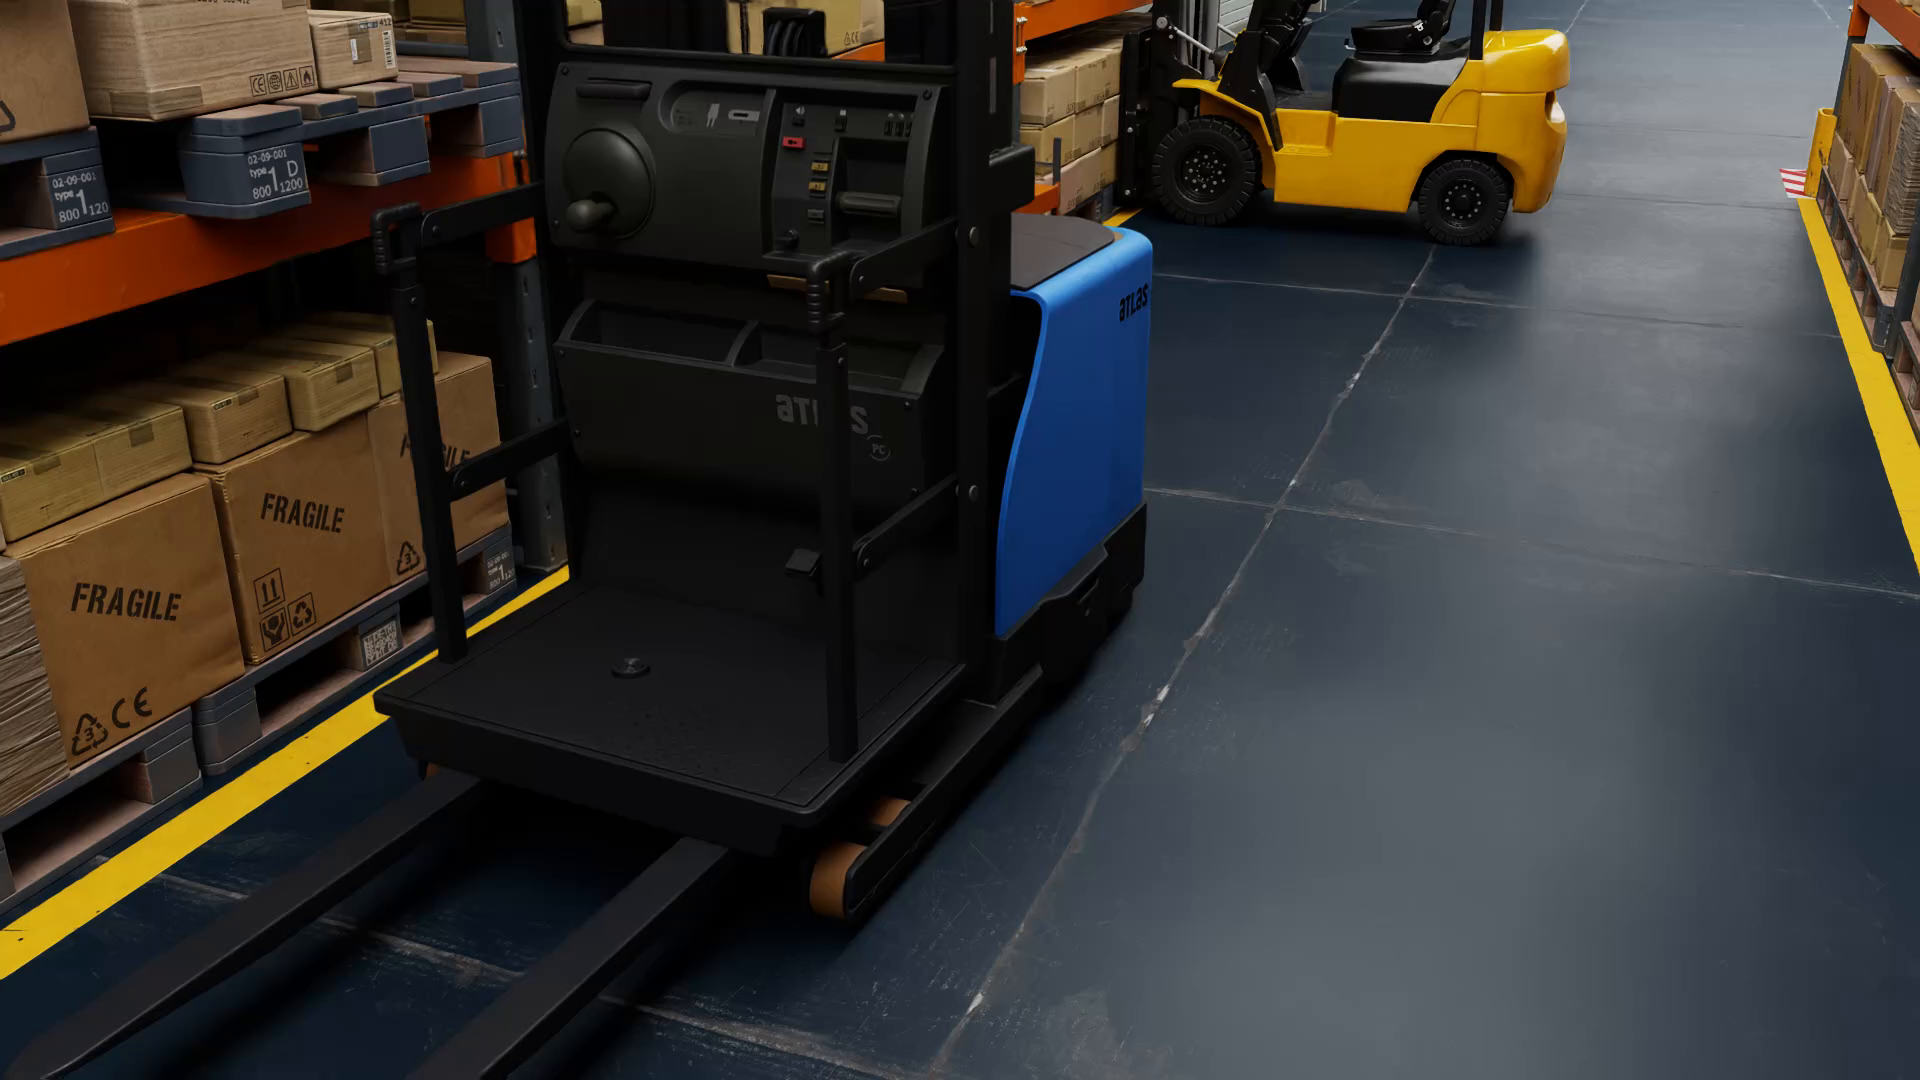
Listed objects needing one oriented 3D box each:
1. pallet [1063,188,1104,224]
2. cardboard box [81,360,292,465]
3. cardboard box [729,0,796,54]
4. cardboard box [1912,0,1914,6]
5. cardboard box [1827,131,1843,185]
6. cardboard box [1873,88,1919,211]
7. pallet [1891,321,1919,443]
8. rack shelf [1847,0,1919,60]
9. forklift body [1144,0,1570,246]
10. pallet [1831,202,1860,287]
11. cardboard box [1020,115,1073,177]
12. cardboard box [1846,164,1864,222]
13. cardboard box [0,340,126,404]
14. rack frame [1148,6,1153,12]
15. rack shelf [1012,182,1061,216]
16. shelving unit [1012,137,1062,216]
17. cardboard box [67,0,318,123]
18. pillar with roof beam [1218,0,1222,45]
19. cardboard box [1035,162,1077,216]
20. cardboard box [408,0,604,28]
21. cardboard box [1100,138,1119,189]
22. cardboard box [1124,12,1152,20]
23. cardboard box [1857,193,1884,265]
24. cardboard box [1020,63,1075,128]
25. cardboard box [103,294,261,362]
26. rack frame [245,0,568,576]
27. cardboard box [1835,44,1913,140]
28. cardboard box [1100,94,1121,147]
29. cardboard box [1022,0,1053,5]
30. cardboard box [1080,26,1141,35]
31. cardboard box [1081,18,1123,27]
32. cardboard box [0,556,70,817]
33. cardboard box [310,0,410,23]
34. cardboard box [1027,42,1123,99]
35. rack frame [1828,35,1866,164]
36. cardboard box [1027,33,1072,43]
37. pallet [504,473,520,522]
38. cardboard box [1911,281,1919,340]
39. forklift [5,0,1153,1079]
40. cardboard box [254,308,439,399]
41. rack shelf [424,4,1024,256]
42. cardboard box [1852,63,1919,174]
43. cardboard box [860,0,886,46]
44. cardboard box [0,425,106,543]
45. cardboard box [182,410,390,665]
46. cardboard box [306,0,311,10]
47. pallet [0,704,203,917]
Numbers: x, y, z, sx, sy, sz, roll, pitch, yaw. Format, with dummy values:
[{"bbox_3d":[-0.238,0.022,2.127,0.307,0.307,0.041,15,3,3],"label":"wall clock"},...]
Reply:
[{"bbox_3d":[0.147,-1.794,9.271,1.003,0.211,1.213,9,24,20],"label":"pallet"},{"bbox_3d":[-1.833,-0.307,3.951,0.380,0.149,0.250,8,24,18],"label":"cardboard box"},{"bbox_3d":[-0.905,-1.790,5.838,0.500,0.250,0.500,8,24,18],"label":"cardboard box"},{"bbox_3d":[4.756,-2.587,7.877,0.380,0.149,0.250,8,24,19],"label":"cardboard box"},{"bbox_3d":[5.352,-2.200,9.648,0.500,0.250,0.500,9,24,20],"label":"cardboard box"},{"bbox_3d":[4.580,-1.796,7.708,0.500,0.500,0.500,9,24,21],"label":"cardboard box"},{"bbox_3d":[4.135,-0.527,6.238,1.003,0.211,1.213,9,24,20],"label":"pallet"},{"bbox_3d":[5.166,-2.477,8.221,1.077,0.370,4.000,9,24,20],"label":"rack shelf"},{"bbox_3d":[2.288,-2.902,9.407,2.313,2.155,1.214,9,24,20],"label":"forklift body"},{"bbox_3d":[5.091,-1.490,8.542,1.003,0.211,1.213,9,24,20],"label":"pallet"},{"bbox_3d":[0.279,-2.087,8.728,0.500,0.250,0.500,9,24,20],"label":"cardboard box"},{"bbox_3d":[4.964,-1.821,8.741,0.500,0.250,0.500,11,25,24],"label":"cardboard box"},{"bbox_3d":[-2.298,-0.377,4.117,0.380,0.149,0.250,9,24,21],"label":"cardboard box"},{"bbox_3d":[1.298,-4.233,11.493,1.000,3.000,0.127,9,24,20],"label":"rack frame"},{"bbox_3d":[0.094,-0.970,4.996,0.258,0.148,0.480,10,25,24],"label":"rack shelf"},{"bbox_3d":[0.094,-0.607,5.147,0.258,1.200,0.503,10,25,24],"label":"shelving unit"},{"bbox_3d":[-1.764,-1.071,3.573,0.500,0.250,0.500,8,24,18],"label":"cardboard box"},{"bbox_3d":[6.429,-8.412,13.714,9.100,9.000,0.400,9,24,20],"label":"pillar with roof beam"},{"bbox_3d":[0.300,-1.853,8.816,0.500,0.250,0.500,9,24,21],"label":"cardboard box"},{"bbox_3d":[-1.258,-1.652,4.860,0.500,0.250,0.500,9,24,20],"label":"cardboard box"},{"bbox_3d":[0.650,-2.223,9.702,0.500,0.250,0.500,9,24,21],"label":"cardboard box"},{"bbox_3d":[1.417,-3.410,11.248,0.500,0.250,0.500,10,25,22],"label":"cardboard box"},{"bbox_3d":[4.581,-1.460,7.876,0.500,0.250,0.500,8,24,19],"label":"cardboard box"},{"bbox_3d":[0.284,-2.317,8.630,0.500,0.250,0.500,8,24,19],"label":"cardboard box"},{"bbox_3d":[-2.156,-0.568,4.575,0.380,0.149,0.250,10,25,23],"label":"cardboard box"},{"bbox_3d":[-1.673,-1.371,4.640,1.000,3.000,0.127,9,24,20],"label":"rack frame"},{"bbox_3d":[5.344,-2.538,9.483,0.500,0.500,0.500,8,24,18],"label":"cardboard box"},{"bbox_3d":[0.662,-2.445,9.587,0.500,0.250,0.500,9,24,20],"label":"cardboard box"},{"bbox_3d":[0.220,-2.970,8.338,0.500,0.500,0.500,8,24,19],"label":"cardboard box"},{"bbox_3d":[1.055,-3.045,10.373,0.500,0.250,0.500,9,24,21],"label":"cardboard box"},{"bbox_3d":[0.762,-3.296,10.974,0.500,0.250,0.500,9,24,20],"label":"cardboard box"},{"bbox_3d":[-2.194,0.325,3.279,0.500,0.500,0.500,8,24,18],"label":"cardboard box"},{"bbox_3d":[-1.764,-1.733,5.052,0.500,0.250,0.500,9,24,21],"label":"cardboard box"},{"bbox_3d":[0.657,-2.678,9.495,0.500,0.250,0.500,10,25,22],"label":"cardboard box"},{"bbox_3d":[5.908,-3.524,9.795,1.000,3.000,0.127,9,24,20],"label":"rack frame"},{"bbox_3d":[0.370,-2.936,10.112,0.500,0.250,0.500,8,24,19],"label":"cardboard box"},{"bbox_3d":[-1.331,-0.373,5.869,1.003,0.211,1.213,9,24,20],"label":"pallet"},{"bbox_3d":[4.230,-0.886,6.344,0.950,0.372,0.625,9,24,21],"label":"cardboard box"},{"bbox_3d":[-0.561,-0.766,3.282,1.130,2.935,3.031,10,25,24],"label":"forklift"},{"bbox_3d":[-1.621,-0.497,4.406,0.380,0.149,0.250,8,24,17],"label":"cardboard box"},{"bbox_3d":[-0.930,-1.754,6.492,1.077,0.370,4.000,9,24,20],"label":"rack shelf"},{"bbox_3d":[4.960,-2.171,8.607,0.500,0.500,0.500,9,24,21],"label":"cardboard box"},{"bbox_3d":[-0.526,-2.161,6.727,0.500,0.250,0.500,9,24,20],"label":"cardboard box"},{"bbox_3d":[-2.065,-0.130,3.526,0.380,0.149,0.250,8,24,19],"label":"cardboard box"},{"bbox_3d":[-1.826,-0.051,4.179,0.500,0.500,0.500,8,24,19],"label":"cardboard box"},{"bbox_3d":[-2.009,-1.449,4.152,0.500,0.500,0.500,10,25,23],"label":"cardboard box"},{"bbox_3d":[-2.440,0.613,3.509,1.003,0.211,1.213,9,24,20],"label":"pallet"}]
